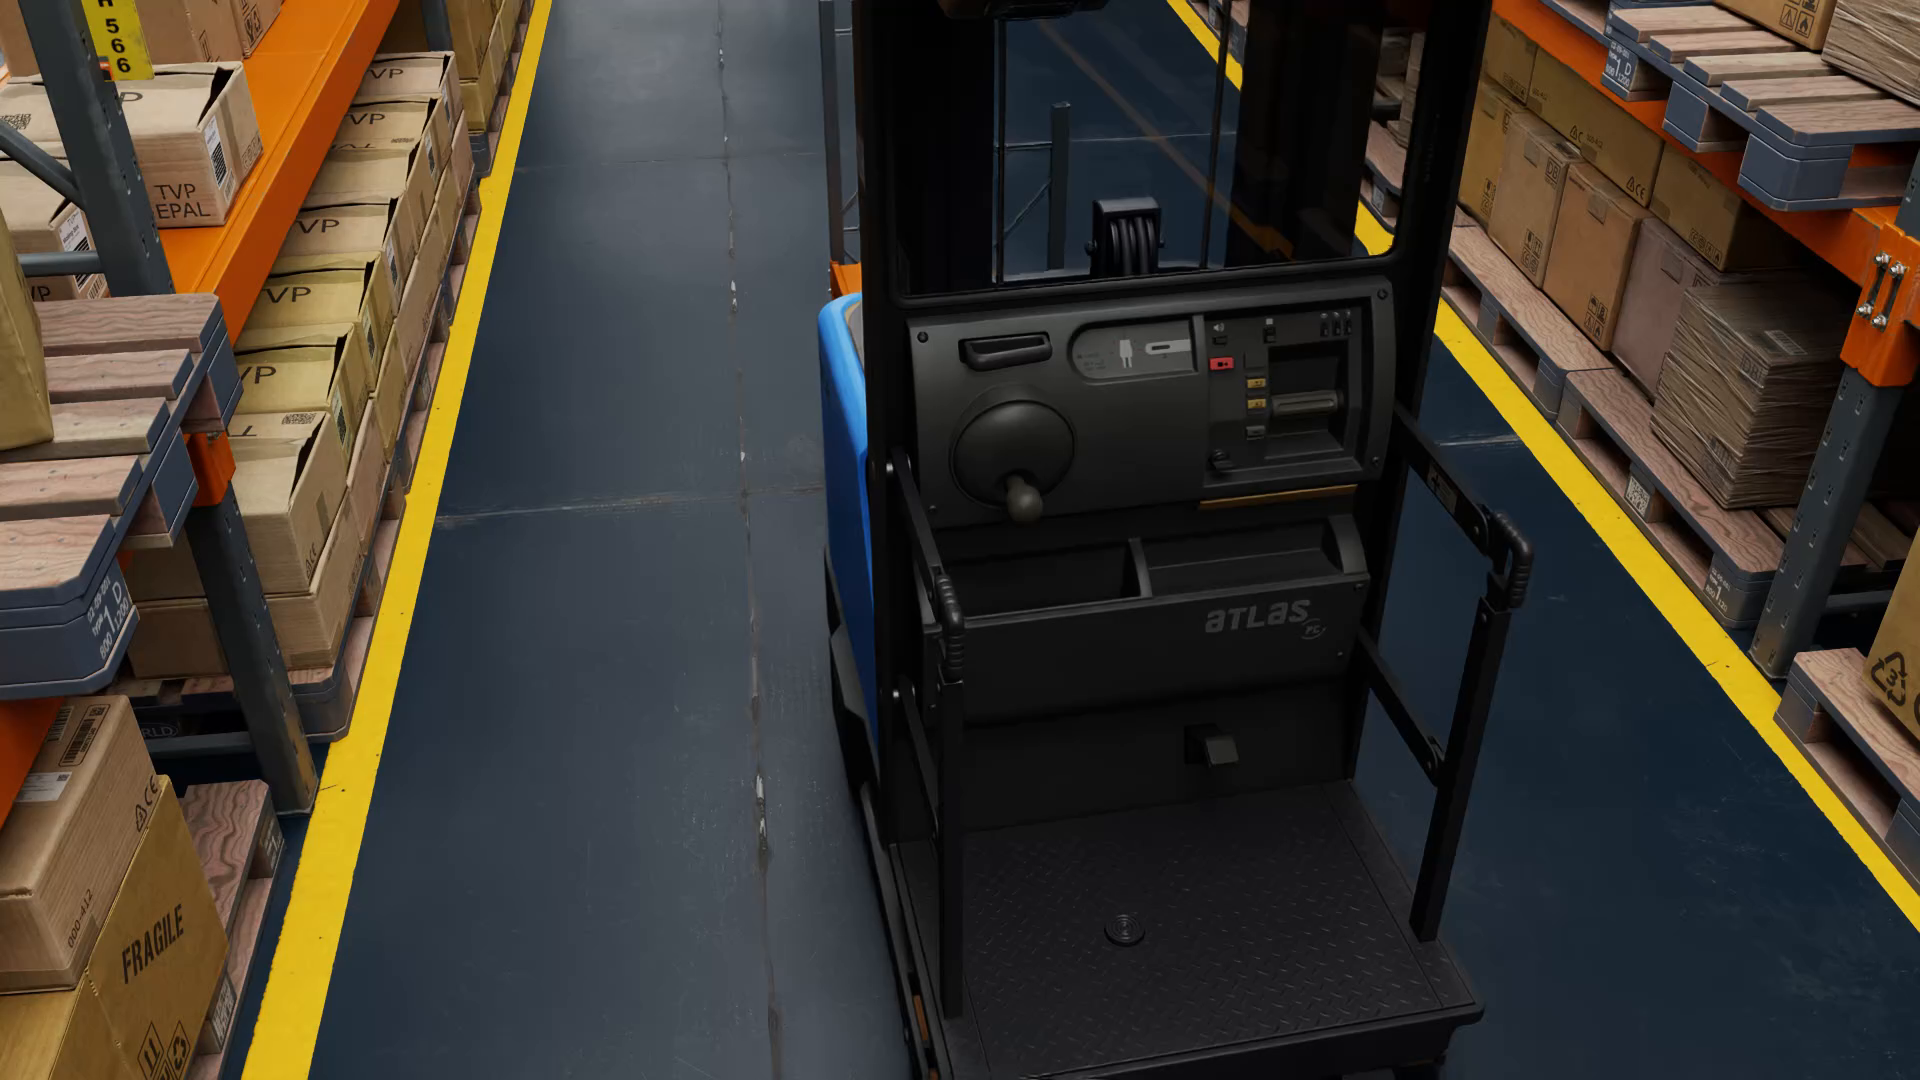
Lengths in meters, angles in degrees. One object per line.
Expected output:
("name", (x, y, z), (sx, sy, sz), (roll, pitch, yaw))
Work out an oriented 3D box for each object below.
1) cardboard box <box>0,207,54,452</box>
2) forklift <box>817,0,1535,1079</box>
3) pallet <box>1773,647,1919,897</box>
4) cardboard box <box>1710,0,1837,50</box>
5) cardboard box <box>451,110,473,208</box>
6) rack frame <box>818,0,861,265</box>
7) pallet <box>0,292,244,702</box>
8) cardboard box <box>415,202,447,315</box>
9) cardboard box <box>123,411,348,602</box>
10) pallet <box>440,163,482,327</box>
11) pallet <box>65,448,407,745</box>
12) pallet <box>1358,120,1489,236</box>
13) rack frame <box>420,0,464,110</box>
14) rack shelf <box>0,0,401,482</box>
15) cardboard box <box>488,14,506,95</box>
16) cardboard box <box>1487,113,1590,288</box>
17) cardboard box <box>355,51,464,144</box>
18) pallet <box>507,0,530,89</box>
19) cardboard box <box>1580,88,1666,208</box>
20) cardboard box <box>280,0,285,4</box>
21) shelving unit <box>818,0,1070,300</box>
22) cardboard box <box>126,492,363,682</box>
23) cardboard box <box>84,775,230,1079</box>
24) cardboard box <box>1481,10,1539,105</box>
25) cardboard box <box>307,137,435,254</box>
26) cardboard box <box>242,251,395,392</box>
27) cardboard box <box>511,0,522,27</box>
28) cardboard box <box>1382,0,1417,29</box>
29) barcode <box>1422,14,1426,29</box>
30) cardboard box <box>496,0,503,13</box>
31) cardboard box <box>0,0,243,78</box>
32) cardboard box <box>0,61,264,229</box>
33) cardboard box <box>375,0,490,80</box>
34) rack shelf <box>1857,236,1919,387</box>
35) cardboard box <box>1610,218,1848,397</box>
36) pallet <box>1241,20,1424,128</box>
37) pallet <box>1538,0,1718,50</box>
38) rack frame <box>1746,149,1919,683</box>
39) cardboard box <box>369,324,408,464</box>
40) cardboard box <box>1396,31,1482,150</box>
("cardboard box", (-1.954, -0.407, 2.722), (0.700, 0.500, 0.500), (-16, 37, -22))
("forklift", (0.414, -0.197, 2.937), (1.130, 2.935, 3.031), (-6, 35, -9))
("pallet", (2.789, 0.686, 4.057), (1.003, 0.211, 1.213), (-4, 35, -6))
("cardboard box", (2.582, -1.707, 4.612), (0.700, 0.500, 0.500), (-8, 35, -11))
("cardboard box", (-2.346, -1.595, 6.996), (0.500, 0.250, 0.500), (-5, 35, -7))
("rack frame", (-0.175, -1.019, 5.413), (0.500, 1.500, 0.032), (-7, 35, -10))
("pallet", (-1.990, -0.083, 2.878), (1.213, 0.211, 1.003), (-4, 35, -6))
("cardboard box", (-2.210, -1.027, 6.163), (0.500, 0.250, 0.500), (-4, 34, -5))
("cardboard box", (-1.930, -0.119, 4.331), (0.500, 0.311, 0.500), (-3, 34, -5))
("pallet", (-2.551, -1.207, 6.833), (1.003, 0.211, 1.213), (-4, 35, -6))
("pallet", (-2.223, 0.155, 4.835), (1.003, 0.211, 1.213), (-4, 35, -6))
("pallet", (2.326, -1.558, 7.349), (1.003, 0.211, 1.213), (-4, 35, -6))
("rack frame", (-2.689, -2.767, 6.647), (1.000, 3.000, 0.127), (-4, 35, -6))
("rack shelf", (-2.420, -1.354, 5.212), (1.077, 0.370, 4.000), (-4, 35, -6))
("cardboard box", (-2.513, -2.366, 8.127), (0.500, 0.250, 0.500), (-4, 35, -6))
("cardboard box", (2.483, -1.312, 6.340), (0.700, 0.500, 0.500), (-4, 34, -6))
("cardboard box", (-2.350, -1.832, 6.845), (0.500, 0.311, 0.500), (-4, 35, -6))
("pallet", (-2.921, -2.744, 9.089), (1.003, 0.211, 1.213), (-4, 35, -6))
("cardboard box", (2.520, -1.378, 5.772), (0.500, 0.250, 0.500), (-5, 35, -7))
("cardboard box", (-2.531, -2.085, 5.557), (0.500, 0.500, 0.500), (-2, 34, -3))
("shelving unit", (-0.071, -0.733, 4.994), (0.587, 1.500, 1.083), (-7, 35, -10))
("cardboard box", (-1.930, 0.113, 4.489), (0.500, 0.250, 0.500), (-4, 35, -7))
("cardboard box", (-1.792, 0.820, 3.212), (0.500, 0.500, 0.500), (-3, 34, -5))
("cardboard box", (2.398, -1.948, 6.608), (0.500, 0.250, 0.500), (-5, 35, -7))
("cardboard box", (-2.209, -1.264, 6.011), (0.500, 0.311, 0.500), (-4, 35, -7))
("cardboard box", (-2.075, -0.696, 5.178), (0.500, 0.311, 0.500), (-5, 35, -8))
("cardboard box", (-2.648, -2.924, 8.945), (0.500, 0.250, 0.500), (-4, 35, -6))
("cardboard box", (2.040, -2.870, 8.626), (0.500, 0.500, 0.500), (-7, 35, -10))
("barcode", (2.403, -2.675, 8.589), (0.001, 0.075, 0.075), (-4, 35, -6))
("cardboard box", (-2.575, -2.955, 8.325), (0.500, 0.500, 0.500), (-4, 35, -6))
("cardboard box", (-2.392, -1.512, 4.716), (0.500, 0.500, 0.500), (-6, 35, -9))
("cardboard box", (-2.079, -1.012, 4.151), (0.500, 0.311, 0.500), (-5, 35, -7))
("cardboard box", (-2.441, -2.397, 7.506), (0.500, 0.500, 0.500), (-4, 35, -6))
("rack shelf", (3.027, 0.501, 2.490), (1.077, 0.370, 4.000), (-4, 35, -6))
("cardboard box", (2.655, -0.755, 5.524), (0.700, 0.500, 0.500), (-4, 35, -6))
("pallet", (2.094, -2.364, 8.532), (1.003, 0.211, 1.213), (-4, 35, -6))
("pallet", (2.451, -1.935, 5.596), (1.003, 0.211, 1.213), (-4, 35, -6))
("rack frame", (2.758, -0.912, 3.925), (1.000, 3.000, 0.127), (-4, 35, -6))
("cardboard box", (-2.074, -0.457, 5.326), (0.500, 0.250, 0.500), (-5, 35, -8))
("cardboard box", (2.335, -1.884, 7.180), (0.700, 0.500, 0.500), (-3, 34, -5))
